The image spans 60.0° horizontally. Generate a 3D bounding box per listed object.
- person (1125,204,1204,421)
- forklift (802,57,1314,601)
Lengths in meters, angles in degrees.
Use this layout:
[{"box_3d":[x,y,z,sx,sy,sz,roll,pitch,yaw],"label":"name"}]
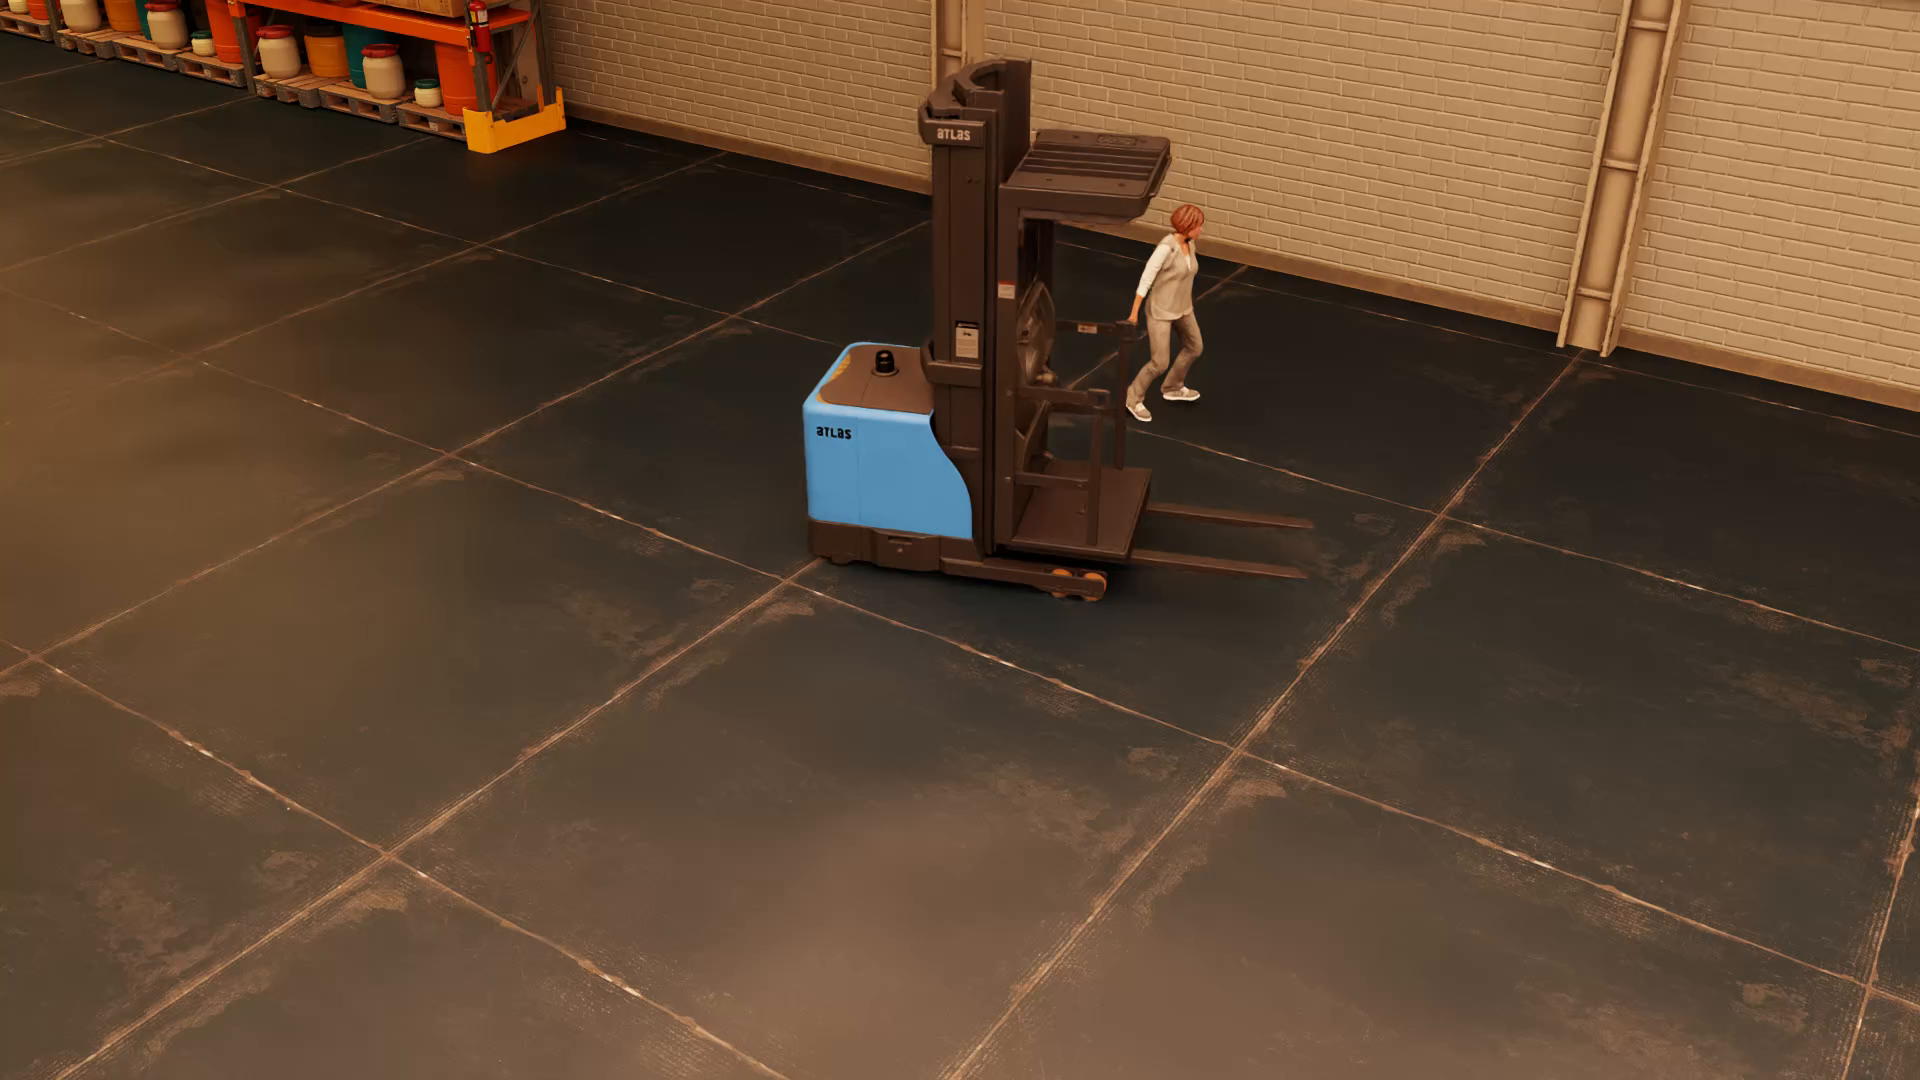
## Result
[{"box_3d":[1.424,-1.603,11.687,0.410,1.562,0.725,25,39,36],"label":"person"},{"box_3d":[0.629,-1.198,9.644,3.031,2.935,1.130,7,31,12],"label":"forklift"}]
